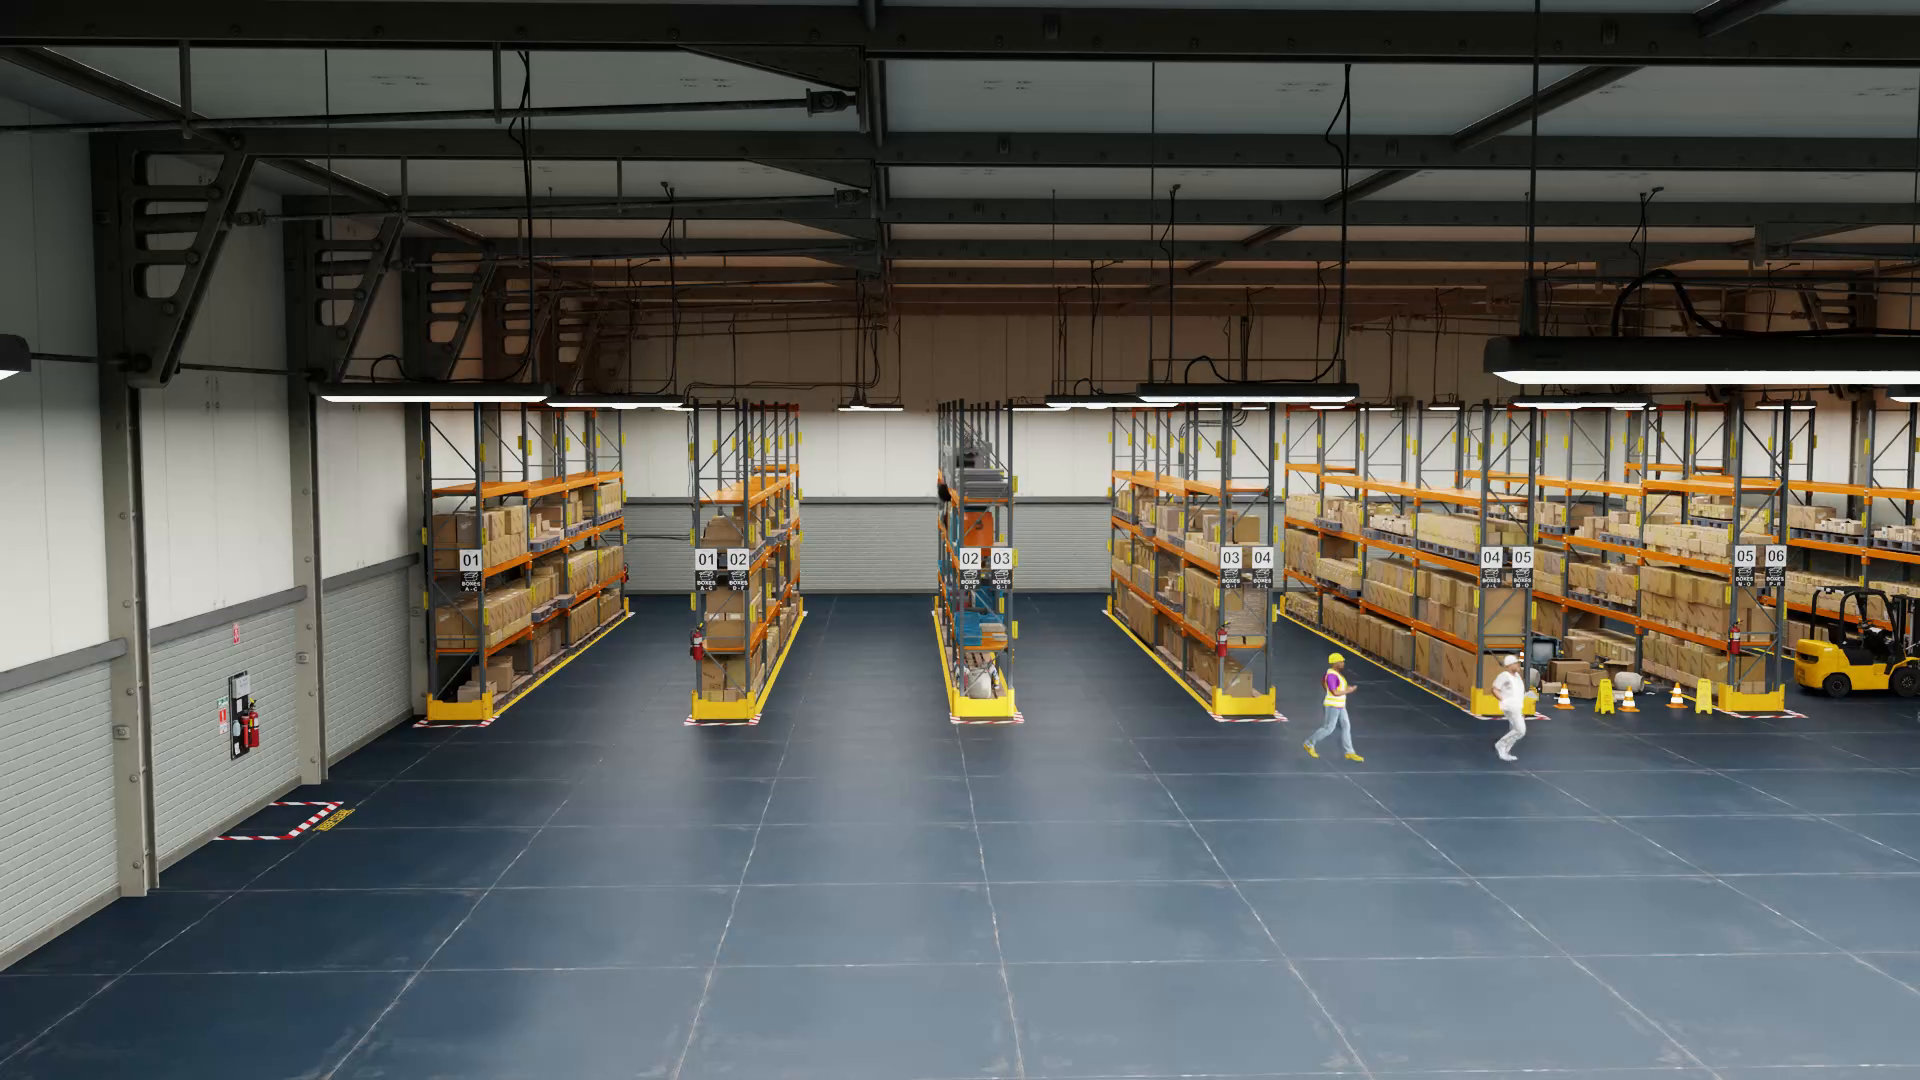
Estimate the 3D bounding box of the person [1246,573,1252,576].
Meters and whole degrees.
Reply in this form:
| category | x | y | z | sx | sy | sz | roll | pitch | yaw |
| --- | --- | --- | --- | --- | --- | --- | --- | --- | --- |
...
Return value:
| category | x | y | z | sx | sy | sz | roll | pitch | yaw |
| --- | --- | --- | --- | --- | --- | --- | --- | --- | --- |
| person | 8.025 | 1.381 | 45.709 | 0.635 | 1.811 | 0.747 | 0 | 4 | 3 |

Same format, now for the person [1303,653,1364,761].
| category | x | y | z | sx | sy | sz | roll | pitch | yaw |
| --- | --- | --- | --- | --- | --- | --- | --- | --- | --- |
| person | 6.138 | 2.729 | 27.265 | 0.983 | 1.758 | 0.691 | 2 | 5 | 25 |

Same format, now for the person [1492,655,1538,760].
| category | x | y | z | sx | sy | sz | roll | pitch | yaw |
| --- | --- | --- | --- | --- | --- | --- | --- | --- | --- |
| person | 9.124 | 2.769 | 27.311 | 0.599 | 1.737 | 0.679 | 3 | 6 | 38 |

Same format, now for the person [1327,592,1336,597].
| category | x | y | z | sx | sy | sz | roll | pitch | yaw |
| --- | --- | --- | --- | --- | --- | --- | --- | --- | --- |
| person | 10.846 | 1.226 | 48.618 | 0.676 | 1.591 | 0.554 | -3 | 5 | -32 |
